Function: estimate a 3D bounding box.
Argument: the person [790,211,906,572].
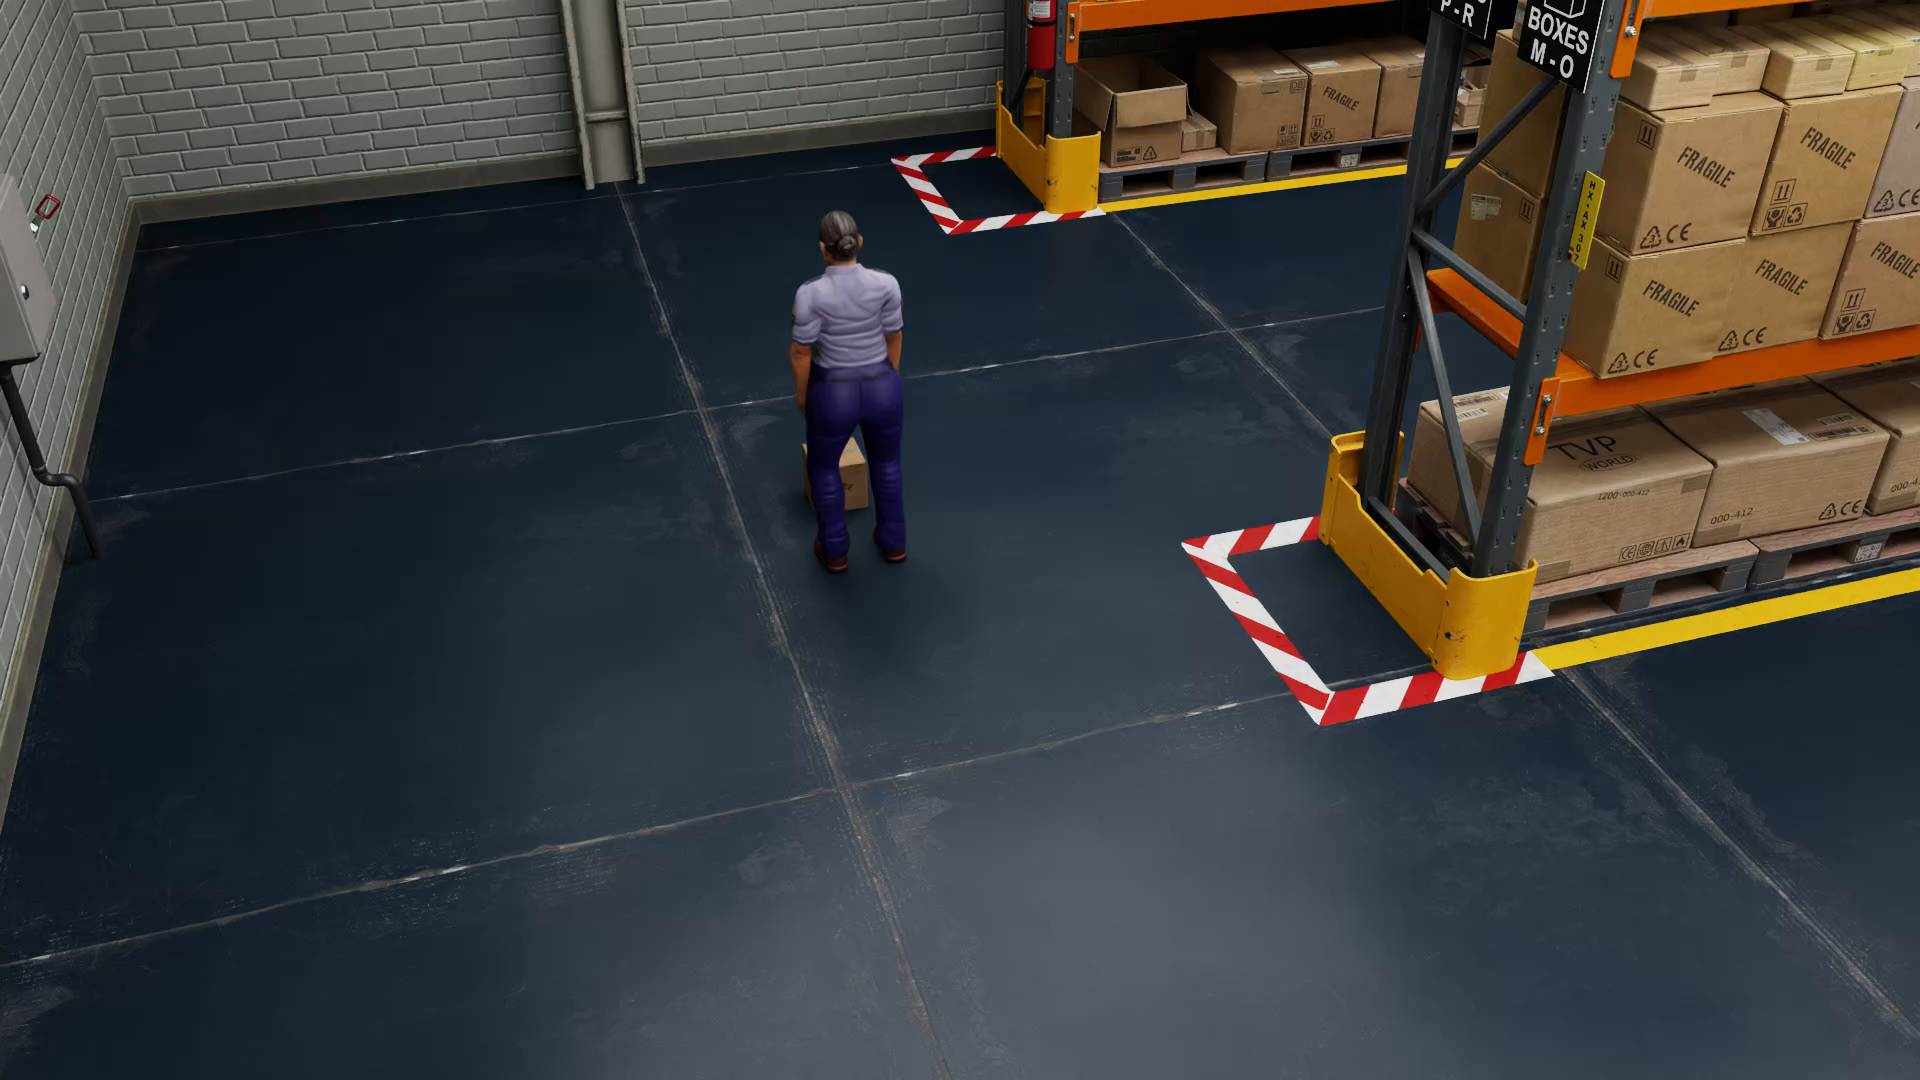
[{"bbox_3d":[-0.473,-0.597,7.069,0.480,1.622,0.342,-9,35,-14],"label":"person"}]
